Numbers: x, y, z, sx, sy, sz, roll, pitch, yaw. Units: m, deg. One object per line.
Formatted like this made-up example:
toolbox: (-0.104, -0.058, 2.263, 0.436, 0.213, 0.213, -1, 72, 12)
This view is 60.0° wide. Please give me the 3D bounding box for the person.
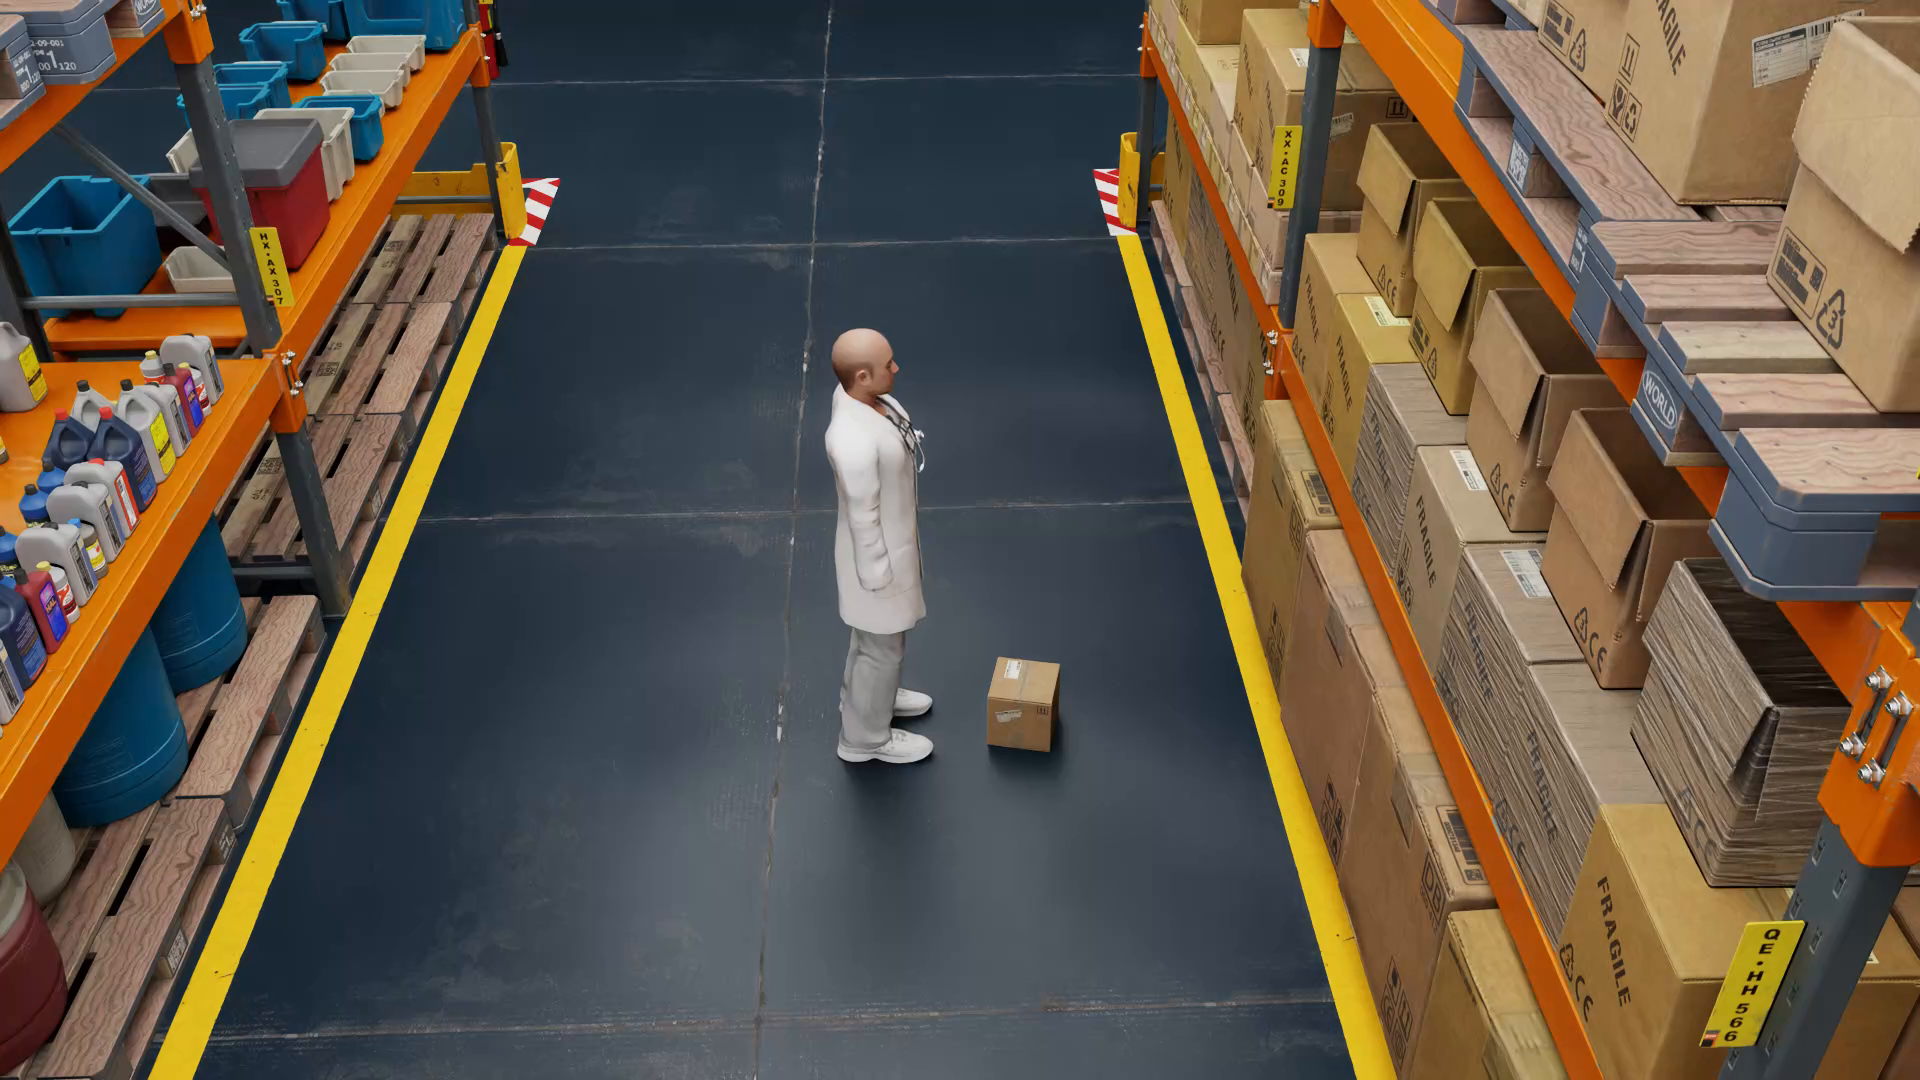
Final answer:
person: (-0.295, 0.023, 6.127, 0.375, 1.775, 0.560, -1, 35, -1)
